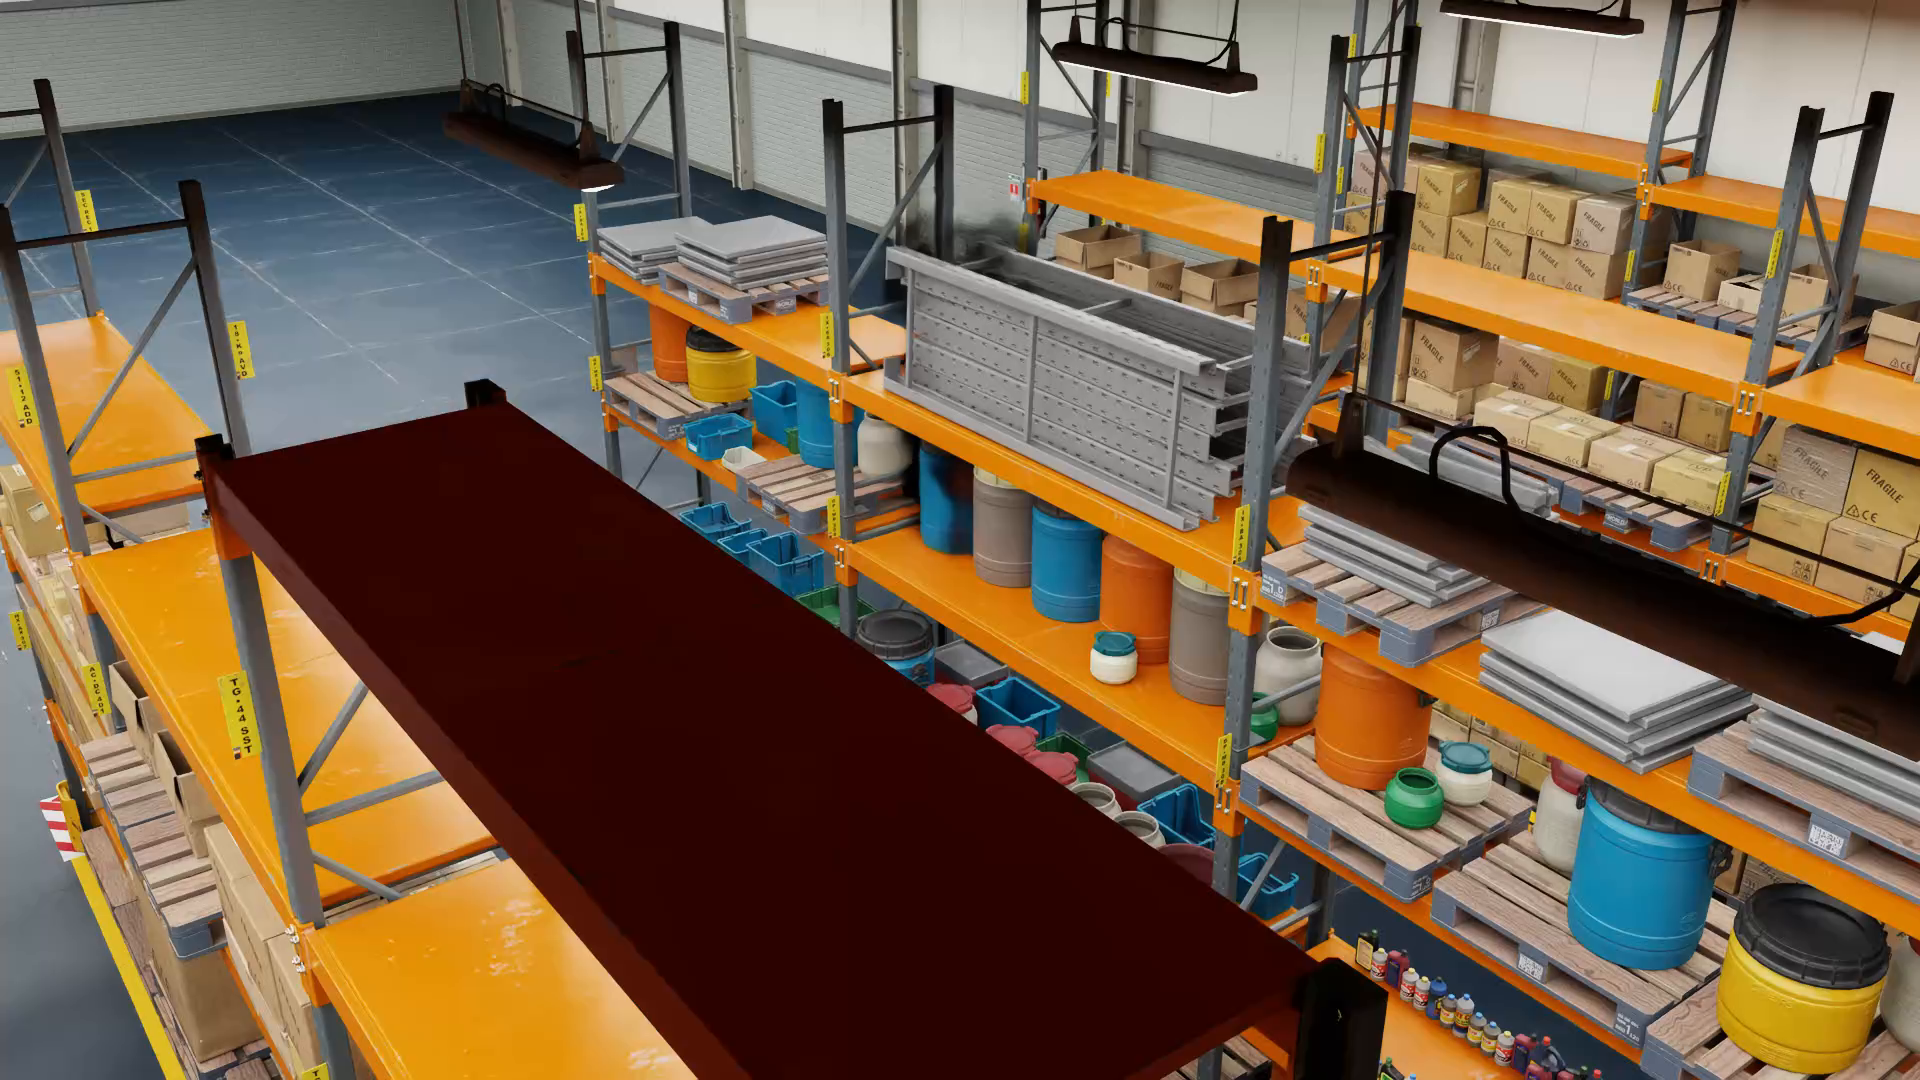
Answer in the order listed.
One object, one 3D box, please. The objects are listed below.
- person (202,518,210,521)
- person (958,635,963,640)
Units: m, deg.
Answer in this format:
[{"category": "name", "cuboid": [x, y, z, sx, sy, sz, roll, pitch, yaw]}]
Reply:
[{"category": "person", "cuboid": [-7.231, 0.070, 16.898, 0.910, 1.706, 0.580, -3, 25, -6]}, {"category": "person", "cuboid": [0.222, 0.960, 14.969, 0.561, 1.620, 0.588, -17, 30, -33]}]
